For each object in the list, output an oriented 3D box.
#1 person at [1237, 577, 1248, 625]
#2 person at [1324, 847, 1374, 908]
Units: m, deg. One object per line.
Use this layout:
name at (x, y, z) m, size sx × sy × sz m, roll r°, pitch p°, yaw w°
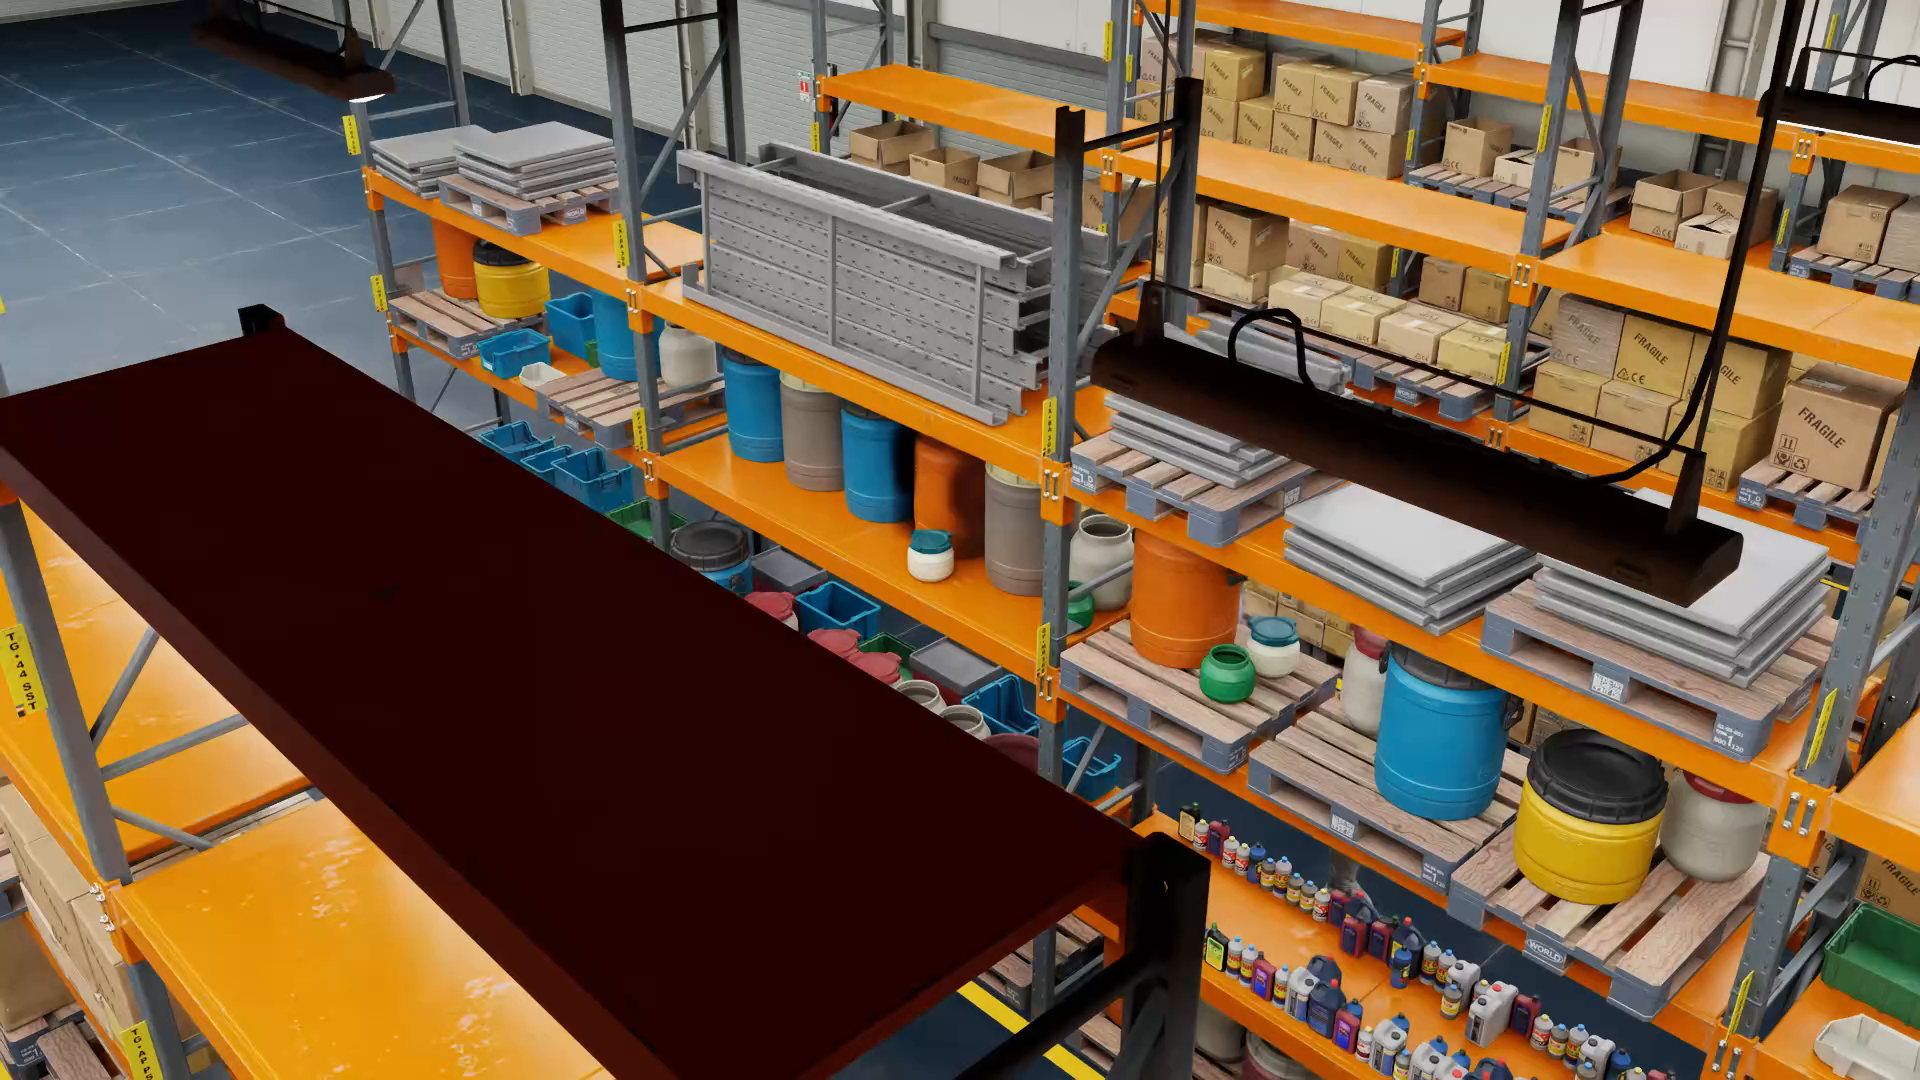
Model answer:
person at (2.128, 0.859, 13.461) m, size 0.977 × 1.554 × 0.455 m, roll 21°, pitch 35°, yaw 34°
person at (2.695, 1.998, 11.266) m, size 0.649 × 1.739 × 0.805 m, roll -21°, pitch 35°, yaw -34°
